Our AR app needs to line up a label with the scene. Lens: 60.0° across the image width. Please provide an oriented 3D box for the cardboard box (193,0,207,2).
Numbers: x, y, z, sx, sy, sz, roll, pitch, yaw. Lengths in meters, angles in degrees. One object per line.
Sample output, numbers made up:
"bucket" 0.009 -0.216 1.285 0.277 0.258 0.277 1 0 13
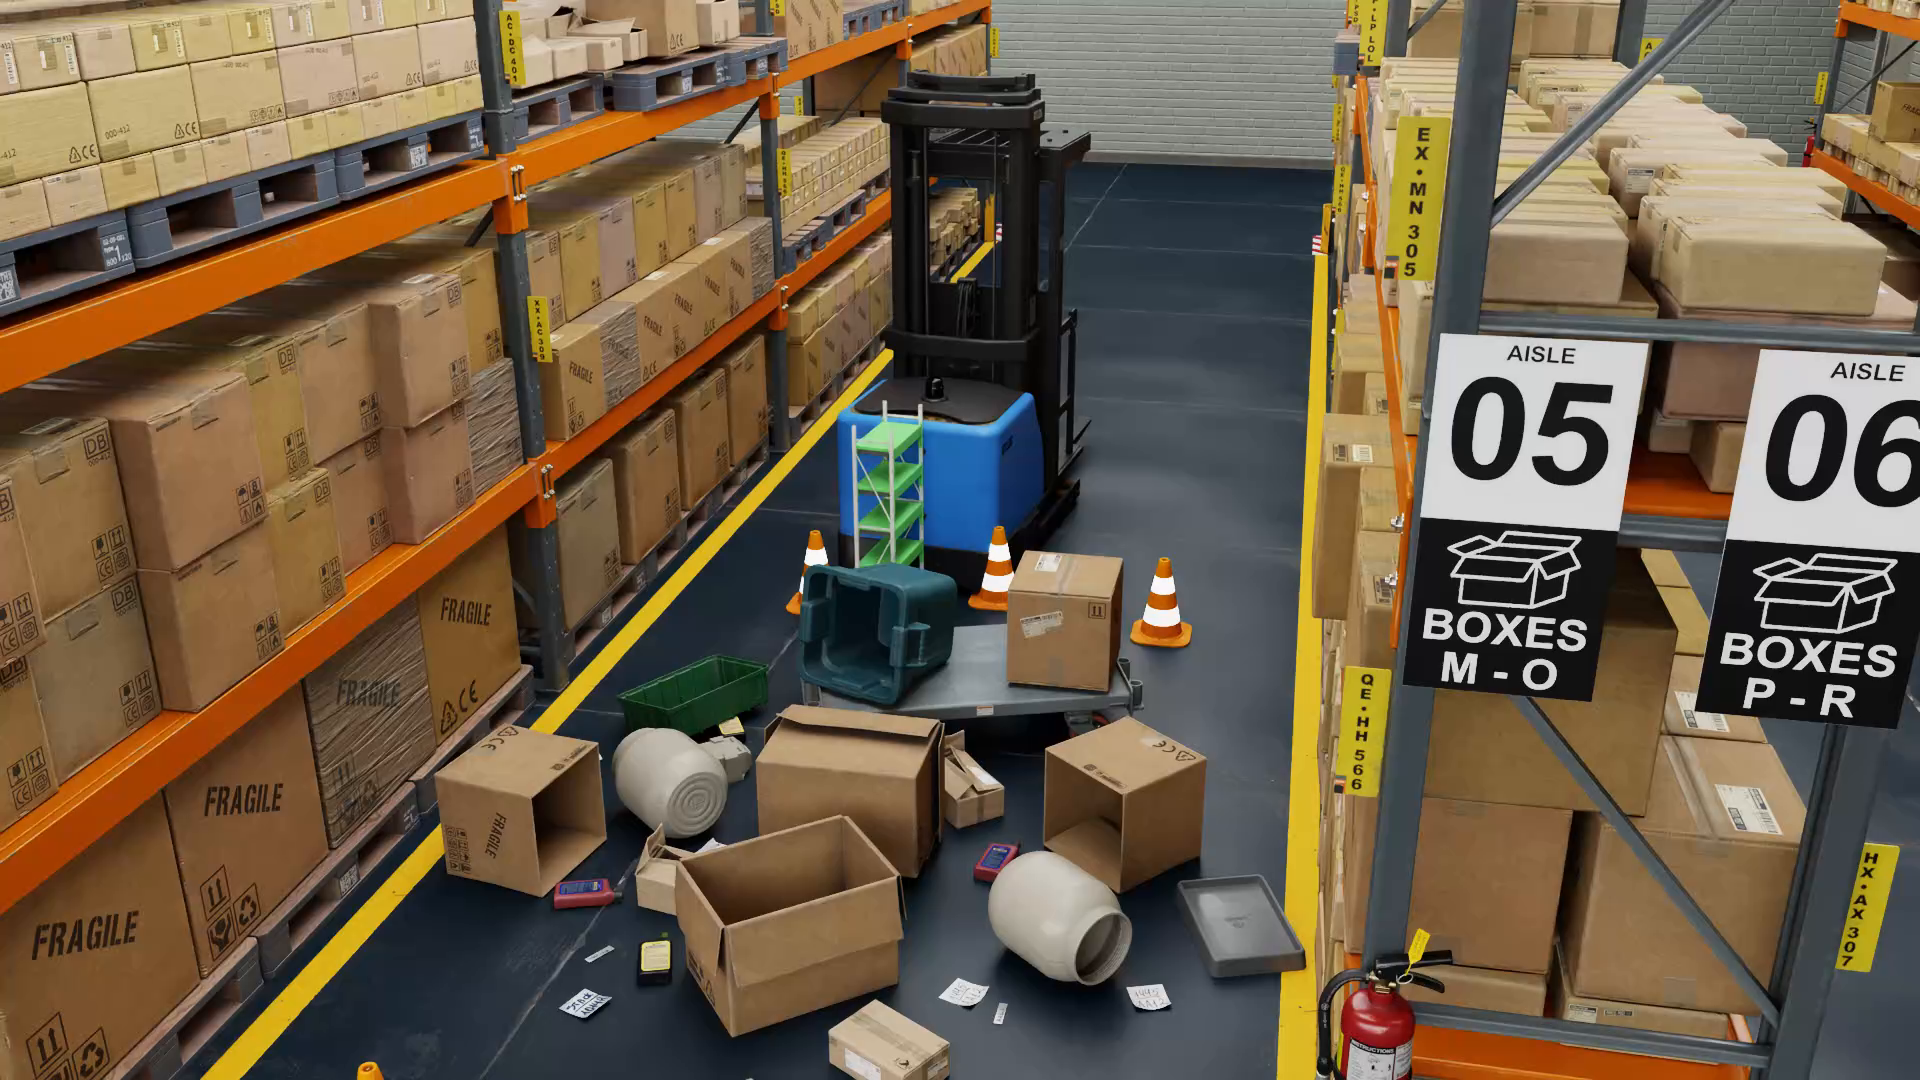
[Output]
"cardboard box" -3.159 -2.132 6.690 0.380 0.149 0.250 4 22 10

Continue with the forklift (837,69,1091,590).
"forklift" 0.195 -1.581 10.855 1.130 2.935 3.031 7 23 17

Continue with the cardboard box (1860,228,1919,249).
"cardboard box" 9.148 -2.813 16.606 0.700 0.500 0.500 5 23 13

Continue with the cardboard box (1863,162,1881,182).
"cardboard box" 8.897 -3.522 15.921 0.380 0.149 0.250 5 22 12

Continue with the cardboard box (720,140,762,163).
"cardboard box" -1.810 -3.231 13.839 0.380 0.149 0.250 5 23 13

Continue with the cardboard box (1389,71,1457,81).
"cardboard box" 1.798 -1.653 6.196 0.380 0.149 0.250 4 22 9

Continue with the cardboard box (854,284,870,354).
"cardboard box" -1.083 -1.928 14.411 0.500 0.500 0.500 4 22 10

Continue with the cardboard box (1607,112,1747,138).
"cardboard box" 2.195 -1.230 5.145 0.380 0.149 0.250 5 22 12

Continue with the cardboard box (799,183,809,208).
"cardboard box" -1.381 -2.670 12.844 0.380 0.149 0.250 4 22 9

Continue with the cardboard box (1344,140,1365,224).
"cardboard box" 2.935 -2.474 11.509 0.500 0.500 0.500 4 22 9

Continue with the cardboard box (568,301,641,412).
"cardboard box" -2.124 -1.035 9.274 0.500 0.500 0.500 5 22 11

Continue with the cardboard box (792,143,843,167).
"cardboard box" -1.176 -3.175 13.700 0.380 0.149 0.250 4 22 10

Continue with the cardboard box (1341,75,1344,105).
"cardboard box" 3.934 -4.293 16.026 0.500 0.500 0.500 5 22 12

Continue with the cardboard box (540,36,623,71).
"cardboard box" -2.057 -2.641 9.021 0.380 0.149 0.250 4 22 11

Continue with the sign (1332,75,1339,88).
"sign" 4.176 -5.163 18.394 0.100 0.325 0.005 4 22 11

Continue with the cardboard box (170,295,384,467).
"cardboard box" -2.949 -0.673 6.864 0.875 0.550 0.550 4 22 11

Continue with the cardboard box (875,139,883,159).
"cardboard box" -0.905 -3.517 14.947 0.380 0.149 0.250 5 22 11

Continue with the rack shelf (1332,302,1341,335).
"rack shelf" 2.677 -0.689 9.513 1.077 0.370 4.000 4 22 11

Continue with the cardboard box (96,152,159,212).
"cardboard box" -2.824 -1.156 5.333 0.380 0.149 0.250 5 22 11

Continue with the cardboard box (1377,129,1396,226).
"cardboard box" 1.700 -1.240 5.705 0.500 0.250 0.500 5 22 11

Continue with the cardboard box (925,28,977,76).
"cardboard box" -0.102 -5.297 18.121 0.500 0.500 0.500 4 22 9

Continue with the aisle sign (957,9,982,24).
"aisle sign" 0.160 -6.230 18.829 0.394 0.787 0.004 4 22 11

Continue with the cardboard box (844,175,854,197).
"cardboard box" -1.115 -2.999 14.059 0.380 0.149 0.250 5 23 13

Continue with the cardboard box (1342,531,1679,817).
"cardboard box" 1.343 0.320 4.175 0.700 0.500 0.500 4 22 10

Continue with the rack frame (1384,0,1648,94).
"rack frame" 2.269 -3.075 6.442 1.000 3.000 0.127 4 22 11

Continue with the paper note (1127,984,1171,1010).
"paper note" 0.732 1.763 6.435 0.142 0.019 0.148 -3 22 -8

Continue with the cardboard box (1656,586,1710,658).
"cardboard box" 2.026 0.459 5.168 0.500 0.500 0.500 4 22 10

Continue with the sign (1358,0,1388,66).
"sign" 1.725 -2.147 6.934 0.100 0.325 0.005 4 22 11

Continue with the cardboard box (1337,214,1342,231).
"cardboard box" 3.121 -2.490 12.553 0.500 0.250 0.500 4 22 10

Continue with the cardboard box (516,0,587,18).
"cardboard box" -2.351 -3.067 9.862 0.500 0.311 0.500 4 22 10

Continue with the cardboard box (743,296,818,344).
"cardboard box" -1.403 -1.712 12.869 0.500 0.250 0.500 3 22 8

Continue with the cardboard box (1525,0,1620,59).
"cardboard box" 2.873 -2.406 7.768 0.500 0.250 0.500 4 22 10

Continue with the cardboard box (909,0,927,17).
"cardboard box" -0.612 -5.029 15.511 0.500 0.250 0.500 6 23 14

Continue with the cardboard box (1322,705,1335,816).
"cardboard box" 1.787 0.833 6.885 0.500 0.500 0.500 5 23 13

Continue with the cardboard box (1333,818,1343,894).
"cardboard box" 1.425 1.059 5.455 0.380 0.149 0.250 5 22 12

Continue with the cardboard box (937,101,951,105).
"cardboard box" -0.385 -4.267 16.902 0.500 0.500 0.500 4 22 10

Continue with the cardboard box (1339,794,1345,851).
"cardboard box" 1.359 0.845 5.077 0.380 0.149 0.250 5 22 12

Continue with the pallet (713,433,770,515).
"pallet" -2.016 -0.519 11.860 1.003 0.211 1.213 4 22 11

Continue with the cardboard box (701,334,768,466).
"cardboard box" -1.993 -1.030 11.846 1.050 0.750 0.750 4 22 10

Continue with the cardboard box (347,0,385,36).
"cardboard box" -2.515 -2.084 6.572 0.380 0.149 0.250 5 22 12

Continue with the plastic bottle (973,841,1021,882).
"plastic bottle" 0.170 1.400 7.295 0.133 0.061 0.283 8 23 20

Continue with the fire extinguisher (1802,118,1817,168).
"fire extinguisher" 9.155 -4.184 17.829 0.296 0.674 0.183 4 22 11

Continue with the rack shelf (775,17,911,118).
"rack shelf" -1.373 -3.884 13.430 1.077 0.370 4.000 4 22 11

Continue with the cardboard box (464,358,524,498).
"cardboard box" -2.661 -0.566 8.043 0.875 0.550 0.550 4 22 11

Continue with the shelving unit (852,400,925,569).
"shelving unit" -0.408 -0.151 9.621 0.258 1.200 0.503 7 23 17

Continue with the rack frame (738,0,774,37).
"rack frame" -1.781 -4.878 10.920 1.000 3.000 0.127 4 22 11

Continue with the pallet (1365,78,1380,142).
"pallet" 2.708 -2.193 8.520 1.213 0.211 1.003 4 22 11

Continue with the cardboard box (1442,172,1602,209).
"cardboard box" 1.357 -0.806 4.093 0.380 0.149 0.250 4 22 10

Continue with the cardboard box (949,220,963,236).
"cardboard box" -0.174 -3.436 18.225 0.380 0.149 0.250 5 22 12

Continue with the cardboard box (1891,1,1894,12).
"cardboard box" 9.000 -5.014 15.610 0.380 0.149 0.250 4 22 10

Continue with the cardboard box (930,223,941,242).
"cardboard box" -0.411 -3.193 17.224 0.380 0.149 0.250 5 22 12

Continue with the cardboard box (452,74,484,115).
"cardboard box" -2.359 -1.991 7.406 0.380 0.149 0.250 4 22 11

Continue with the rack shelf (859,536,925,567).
"rack shelf" -0.408 0.131 9.735 0.258 0.148 0.480 7 23 17

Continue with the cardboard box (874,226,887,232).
"cardboard box" -0.961 -3.133 17.076 0.380 0.149 0.250 5 23 13

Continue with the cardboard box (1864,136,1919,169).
"cardboard box" 8.935 -3.668 15.748 0.500 0.250 0.500 4 22 10

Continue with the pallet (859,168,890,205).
"pallet" -1.263 -3.200 15.042 1.003 0.211 1.213 4 22 11

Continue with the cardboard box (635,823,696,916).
"cardboard box" -1.145 1.405 7.009 0.396 0.266 0.258 8 23 20
